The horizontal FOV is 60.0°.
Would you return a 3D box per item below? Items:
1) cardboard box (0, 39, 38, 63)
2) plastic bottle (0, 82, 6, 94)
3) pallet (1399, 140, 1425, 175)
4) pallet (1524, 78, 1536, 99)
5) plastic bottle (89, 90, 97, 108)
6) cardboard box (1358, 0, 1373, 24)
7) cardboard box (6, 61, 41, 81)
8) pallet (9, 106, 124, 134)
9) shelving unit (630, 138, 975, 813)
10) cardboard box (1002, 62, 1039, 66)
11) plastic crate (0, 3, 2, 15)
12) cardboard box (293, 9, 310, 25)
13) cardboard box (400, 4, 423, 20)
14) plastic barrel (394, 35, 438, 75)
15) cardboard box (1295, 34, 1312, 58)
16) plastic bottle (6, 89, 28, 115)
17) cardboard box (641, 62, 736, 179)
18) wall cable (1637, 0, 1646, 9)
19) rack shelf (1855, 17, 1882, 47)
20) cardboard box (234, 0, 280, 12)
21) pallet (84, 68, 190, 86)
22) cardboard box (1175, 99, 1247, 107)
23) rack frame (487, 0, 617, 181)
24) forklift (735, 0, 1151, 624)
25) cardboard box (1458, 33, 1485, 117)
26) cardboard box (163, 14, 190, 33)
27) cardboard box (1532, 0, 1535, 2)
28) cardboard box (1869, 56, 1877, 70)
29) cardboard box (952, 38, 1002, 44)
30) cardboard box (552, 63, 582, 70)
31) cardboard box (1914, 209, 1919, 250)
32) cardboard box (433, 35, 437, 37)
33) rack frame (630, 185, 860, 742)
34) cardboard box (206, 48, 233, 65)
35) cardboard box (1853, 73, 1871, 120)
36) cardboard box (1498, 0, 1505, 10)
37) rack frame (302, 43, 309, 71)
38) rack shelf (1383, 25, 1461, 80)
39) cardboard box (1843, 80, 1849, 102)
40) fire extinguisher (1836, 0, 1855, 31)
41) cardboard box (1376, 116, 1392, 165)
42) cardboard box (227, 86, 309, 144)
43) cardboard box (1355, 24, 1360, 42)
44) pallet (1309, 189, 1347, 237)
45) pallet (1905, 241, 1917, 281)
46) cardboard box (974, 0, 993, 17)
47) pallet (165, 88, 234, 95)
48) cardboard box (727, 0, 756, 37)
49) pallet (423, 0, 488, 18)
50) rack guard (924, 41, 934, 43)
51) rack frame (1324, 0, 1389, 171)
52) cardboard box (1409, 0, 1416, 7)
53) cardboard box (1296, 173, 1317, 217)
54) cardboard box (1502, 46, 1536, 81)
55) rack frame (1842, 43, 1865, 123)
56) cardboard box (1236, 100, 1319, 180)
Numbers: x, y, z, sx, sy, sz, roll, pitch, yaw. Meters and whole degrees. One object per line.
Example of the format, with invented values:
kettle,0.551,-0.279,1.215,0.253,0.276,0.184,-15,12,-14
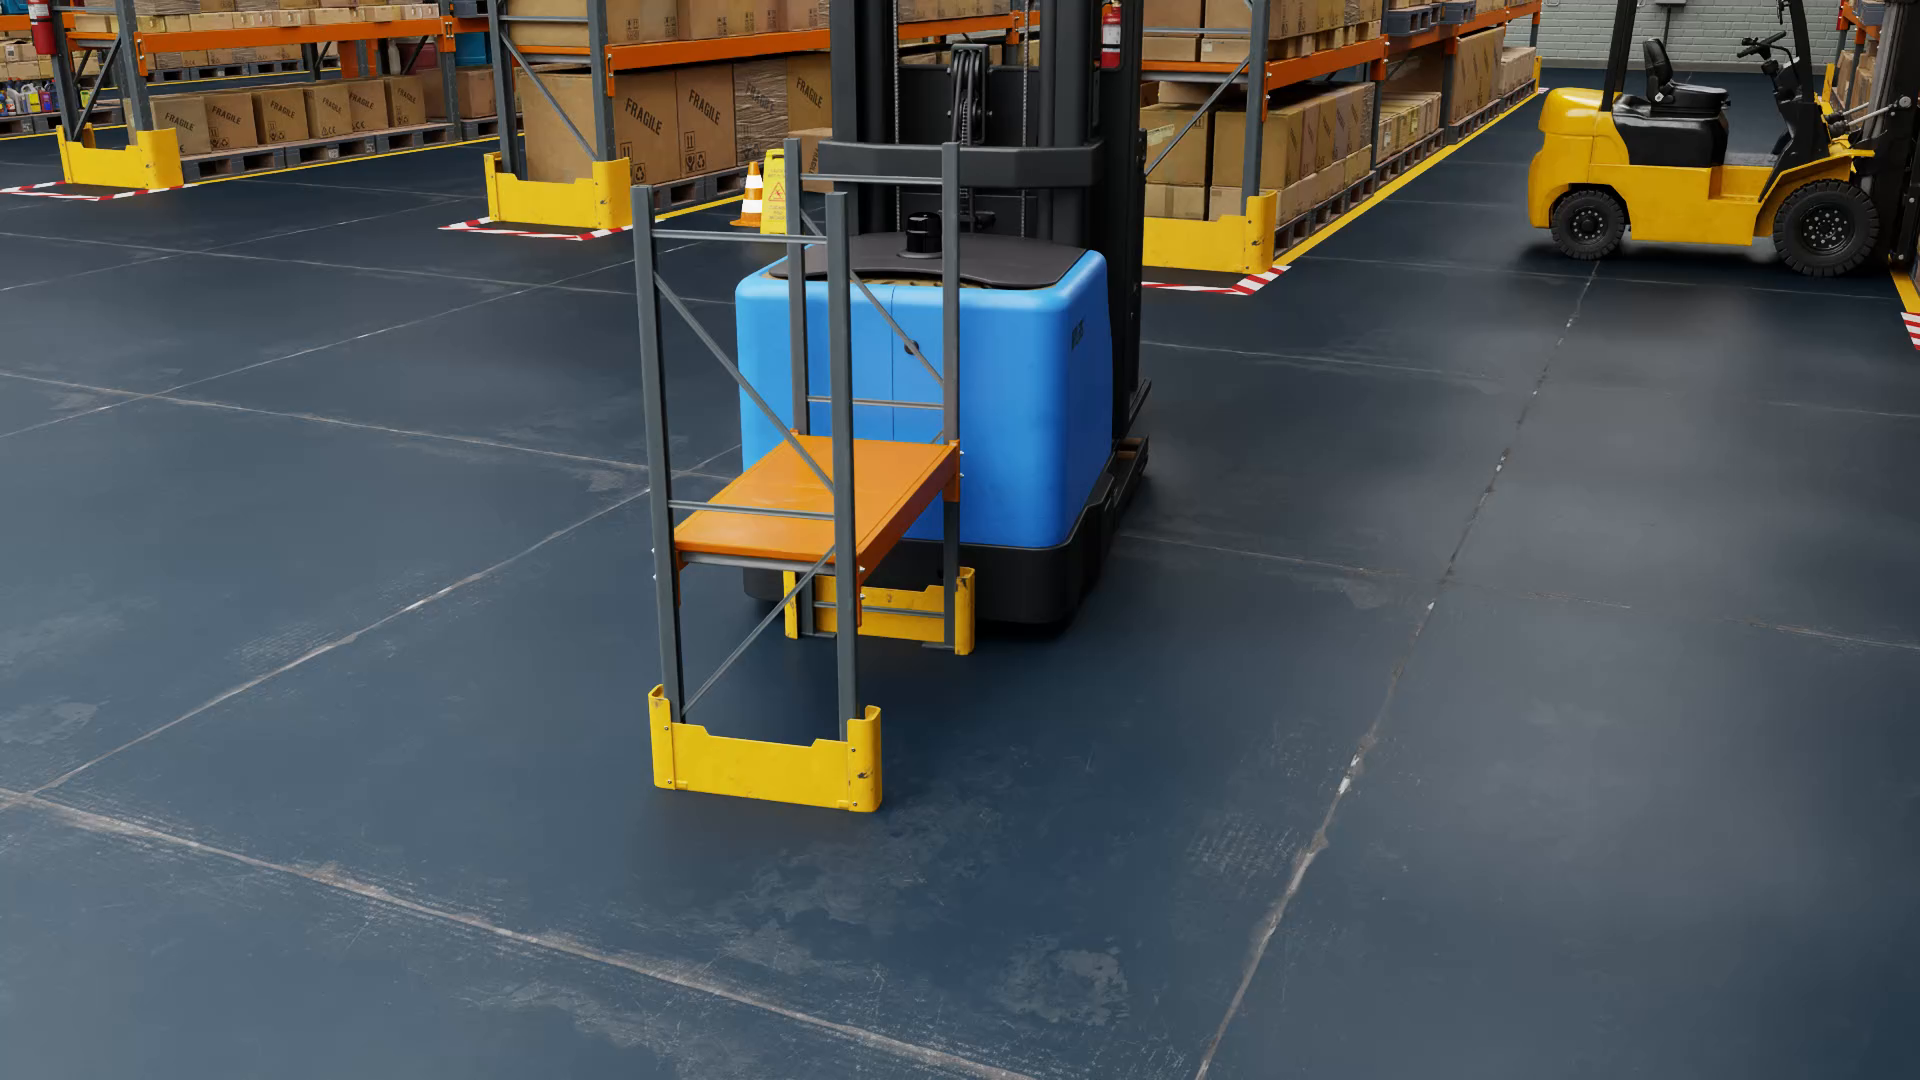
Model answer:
cardboard box,-13.740,-7.072,24.017,0.500,0.311,0.500,8,21,22
plastic bottle,-11.241,-5.221,19.469,0.144,0.351,0.185,8,21,20
pallet,3.921,-3.768,16.250,1.003,0.211,1.213,9,21,23
pallet,7.763,-6.569,24.125,1.003,0.211,1.213,9,21,23
plastic bottle,-10.319,-5.244,19.758,0.097,0.201,0.097,0,20,0
cardboard box,2.945,-4.329,13.071,0.500,0.500,0.500,9,22,25
cardboard box,-13.744,-6.809,24.116,0.500,0.250,0.500,9,22,24
pallet,-10.768,-4.996,19.701,1.003,0.211,1.213,9,21,23
shelving unit,-0.366,-0.234,4.389,0.587,1.500,1.083,5,20,13
cardboard box,0.708,-5.542,20.180,0.500,0.500,0.500,8,21,20
plastic crate,-10.889,-5.854,18.346,0.530,0.136,0.437,9,21,23
cardboard box,-6.556,-5.083,16.159,0.380,0.149,0.250,9,21,23
cardboard box,-5.867,-5.530,17.417,0.380,0.149,0.250,9,21,23
plastic barrel,-8.170,-7.291,24.965,0.600,0.588,0.708,9,21,23
cardboard box,2.214,-3.424,11.496,0.380,0.149,0.250,9,21,24
plastic bottle,-10.737,-4.990,18.932,0.152,0.276,0.135,9,21,24
cardboard box,-2.515,-3.578,14.096,0.875,0.875,0.875,8,21,22
wall cable,11.605,-10.153,28.524,0.588,1.984,0.122,9,21,23
rack shelf,10.092,-5.285,17.427,1.077,0.370,4.000,9,21,23
cardboard box,-6.984,-5.275,15.731,0.875,0.500,0.500,9,21,23
pallet,-12.994,-7.322,26.242,1.003,0.211,1.213,9,21,23
cardboard box,1.768,-2.943,12.126,0.500,0.500,0.500,9,22,25
rack frame,-3.090,-3.895,12.445,1.000,3.000,0.127,9,21,23
forklift,0.141,-1.585,6.052,1.130,2.935,3.031,4,20,12
cardboard box,5.471,-5.361,19.111,0.875,0.875,0.875,9,21,23
cardboard box,-7.120,-4.617,14.848,0.380,0.149,0.250,9,21,23
cardboard box,7.843,-7.850,23.416,0.500,0.500,0.500,8,21,22
cardboard box,10.384,-5.313,18.566,0.380,0.149,0.250,7,21,20
cardboard box,0.226,-5.959,20.234,0.500,0.250,0.500,8,21,21
cardboard box,-4.996,-5.529,20.112,0.700,0.500,0.500,11,22,27
cardboard box,6.326,-1.959,10.477,0.500,0.250,0.500,9,21,23
cardboard box,-10.056,-9.688,31.807,0.500,0.500,0.500,9,21,23
rack frame,-0.490,-0.066,3.915,0.500,1.500,0.032,5,20,13
cardboard box,-12.259,-8.016,27.106,0.500,0.500,0.500,8,21,21
cardboard box,10.090,-4.822,18.156,0.500,0.500,0.500,8,21,21
cardboard box,6.427,-6.673,20.479,0.500,0.250,0.500,8,21,21
rack frame,-11.696,-9.635,28.586,1.000,3.000,0.127,9,21,23
rack shelf,3.924,-4.742,15.900,1.077,0.370,4.000,9,21,23
cardboard box,11.017,-5.465,20.312,0.396,0.266,0.258,9,22,25
fire extinguisher,12.187,-7.354,22.844,0.296,0.674,0.183,9,21,23
cardboard box,3.317,-3.590,14.882,0.950,0.372,0.625,9,21,23
cardboard box,-6.816,-4.192,16.382,0.500,0.500,0.500,11,22,28
cardboard box,2.977,-4.065,13.298,0.380,0.149,0.250,9,21,23
pallet,2.364,-2.571,12.884,1.003,0.211,1.213,9,21,23
pallet,6.773,-1.864,10.896,1.003,0.211,1.213,9,21,23
cardboard box,0.041,-6.061,18.386,0.500,0.500,0.500,9,21,23
pallet,-9.670,-5.815,22.005,1.003,0.211,1.213,9,21,23
cardboard box,-2.251,-4.578,14.142,0.875,0.550,0.500,9,21,23
pallet,-5.490,-5.953,18.517,1.003,0.211,1.213,9,21,23
rack guard,-1.012,-8.327,28.638,1.175,0.500,0.348,9,21,23
rack frame,3.105,-4.470,14.061,1.000,3.000,0.127,9,21,23
cardboard box,3.920,-4.920,15.075,0.380,0.149,0.250,9,21,24
cardboard box,2.265,-2.513,12.035,0.500,0.250,0.500,9,22,25
cardboard box,7.840,-6.913,24.129,0.875,0.438,0.875,8,21,21
rack frame,10.911,-6.235,19.025,1.000,3.000,0.127,9,21,23
cardboard box,2.269,-2.879,11.945,0.500,0.500,0.500,8,21,21
